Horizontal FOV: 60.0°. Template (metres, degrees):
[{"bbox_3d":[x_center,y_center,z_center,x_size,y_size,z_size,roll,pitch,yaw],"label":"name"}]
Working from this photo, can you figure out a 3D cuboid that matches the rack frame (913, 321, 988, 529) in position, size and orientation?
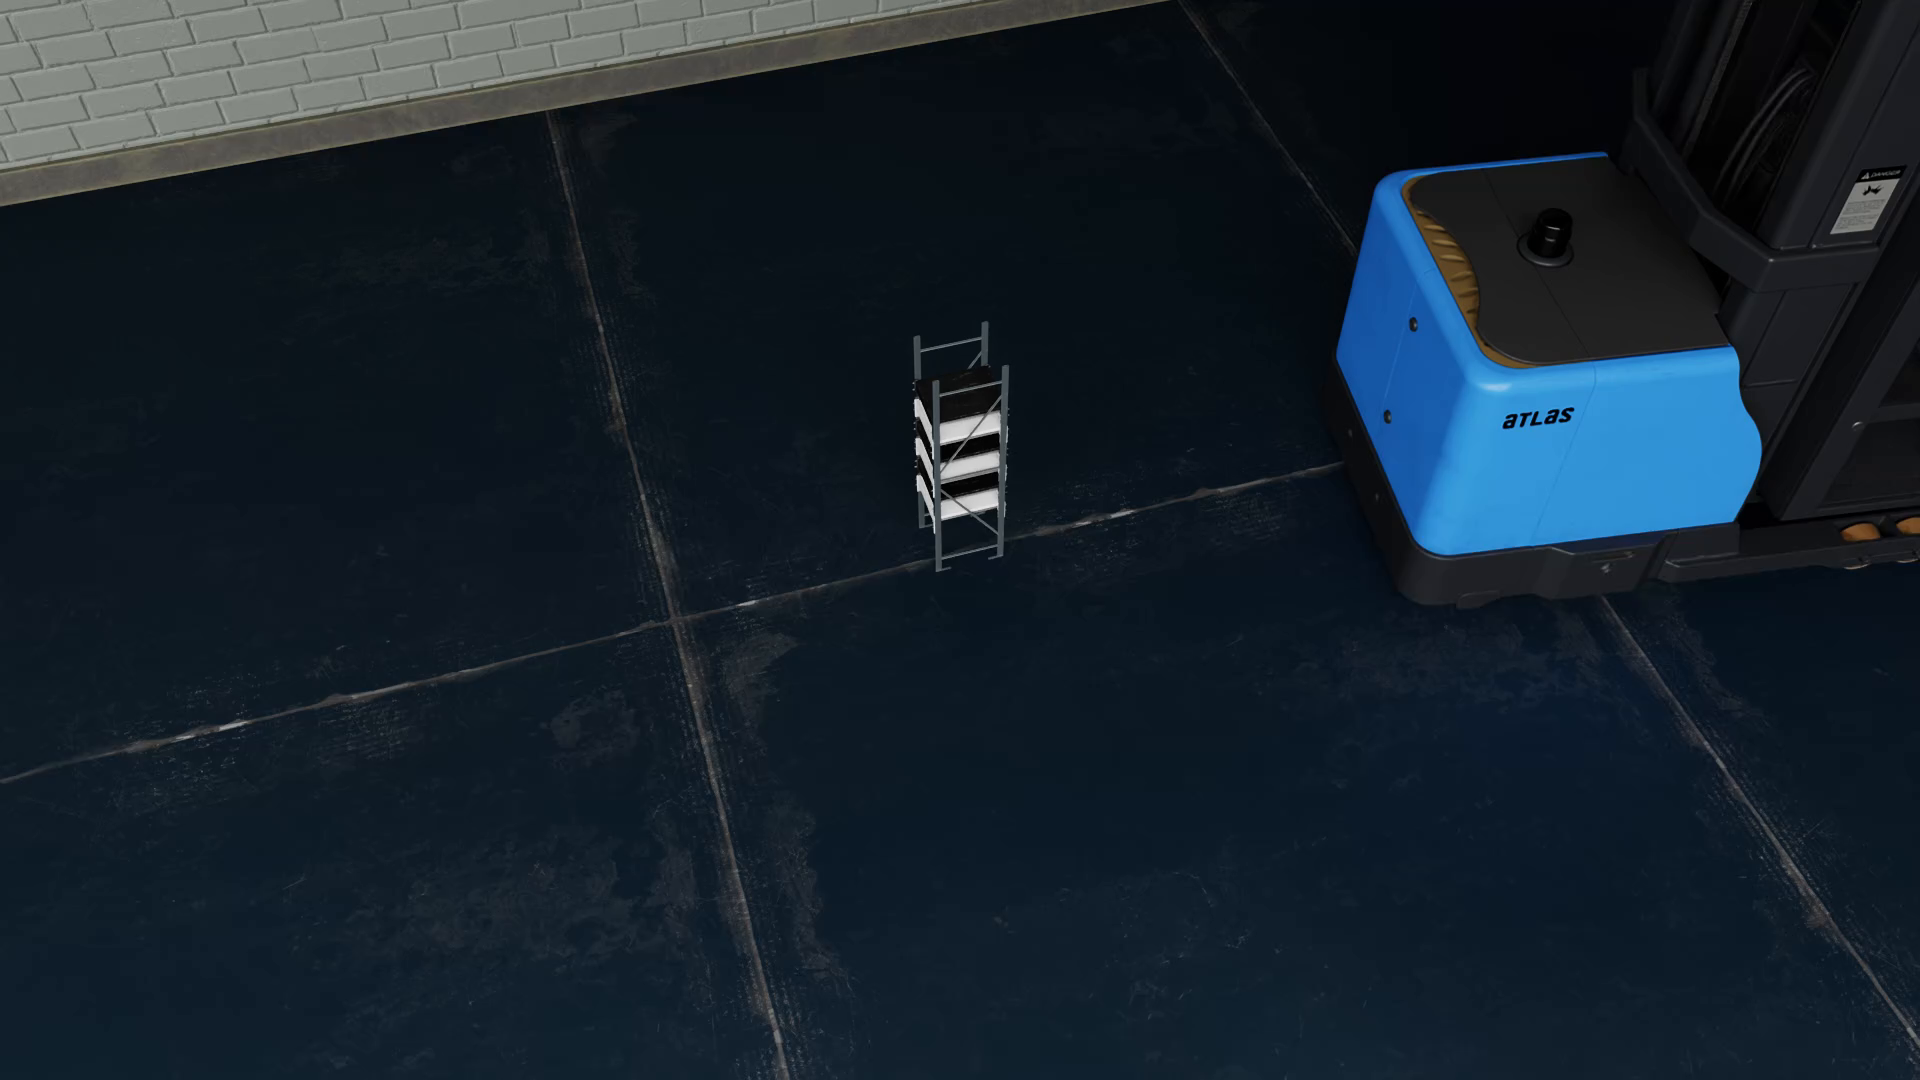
[{"bbox_3d":[-0.028,-0.358,5.464,0.240,0.900,0.006,-13,51,-11],"label":"rack frame"}]

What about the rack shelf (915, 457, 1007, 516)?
[{"bbox_3d":[0.002,-0.205,5.495,0.258,0.077,0.200,-13,51,-11],"label":"rack shelf"}]

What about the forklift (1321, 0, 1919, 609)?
[{"bbox_3d":[2.880,-1.241,4.879,3.031,2.935,1.130,-7,50,-6],"label":"forklift"}]

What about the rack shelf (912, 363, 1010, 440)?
[{"bbox_3d":[0.002,-0.437,5.220,0.258,0.077,0.200,-13,51,-11],"label":"rack shelf"}]

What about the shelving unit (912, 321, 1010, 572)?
[{"bbox_3d":[0.002,-0.284,5.401,0.258,0.900,0.210,-13,51,-11],"label":"shelving unit"}]

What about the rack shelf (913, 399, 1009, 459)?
[{"bbox_3d":[0.002,-0.379,5.289,0.258,0.077,0.200,-13,51,-11],"label":"rack shelf"}]

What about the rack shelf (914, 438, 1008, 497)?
[{"bbox_3d":[0.002,-0.263,5.426,0.258,0.077,0.200,-13,51,-11],"label":"rack shelf"}]

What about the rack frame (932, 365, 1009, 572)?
[{"bbox_3d":[0.032,-0.210,5.338,0.240,0.900,0.006,-13,51,-11],"label":"rack frame"}]

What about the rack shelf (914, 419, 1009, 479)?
[{"bbox_3d":[0.002,-0.321,5.358,0.258,0.077,0.200,-13,51,-11],"label":"rack shelf"}]

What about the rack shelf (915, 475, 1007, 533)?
[{"bbox_3d":[0.002,-0.147,5.564,0.258,0.077,0.200,-13,51,-11],"label":"rack shelf"}]
